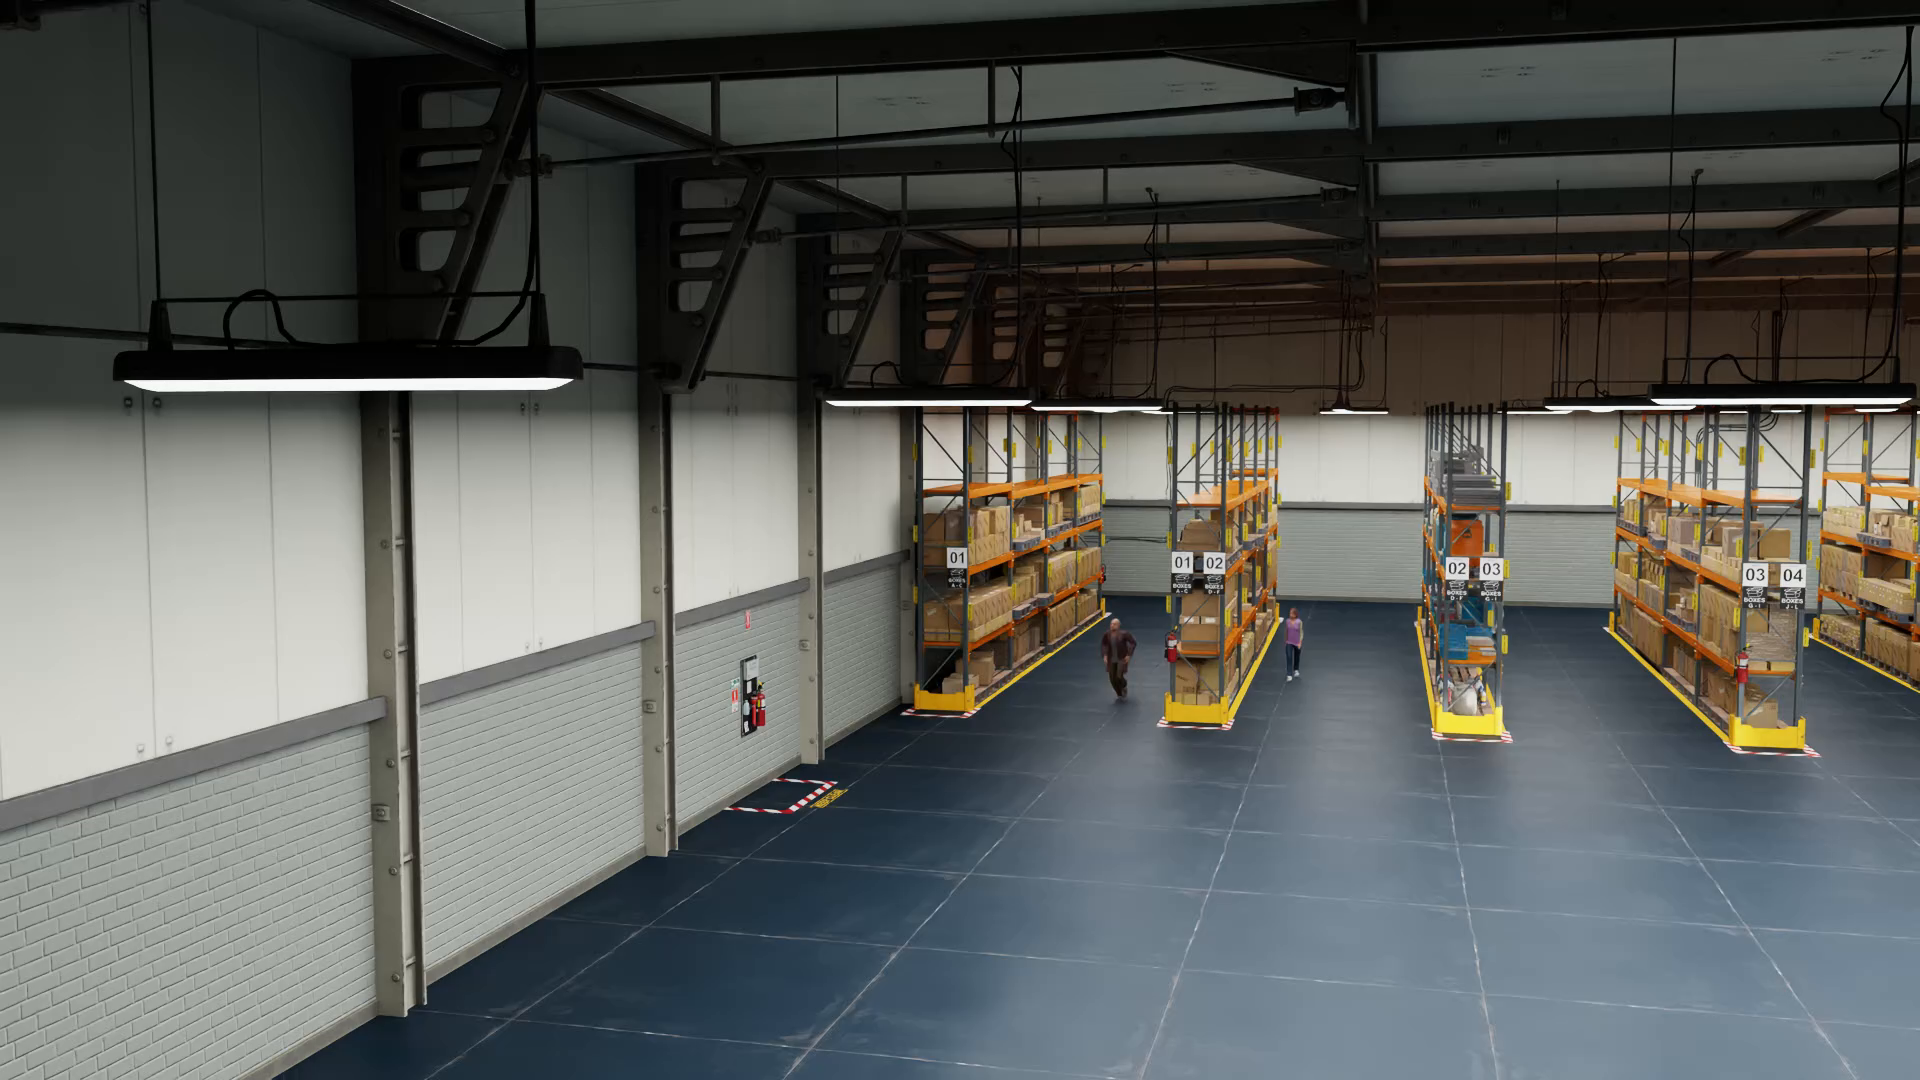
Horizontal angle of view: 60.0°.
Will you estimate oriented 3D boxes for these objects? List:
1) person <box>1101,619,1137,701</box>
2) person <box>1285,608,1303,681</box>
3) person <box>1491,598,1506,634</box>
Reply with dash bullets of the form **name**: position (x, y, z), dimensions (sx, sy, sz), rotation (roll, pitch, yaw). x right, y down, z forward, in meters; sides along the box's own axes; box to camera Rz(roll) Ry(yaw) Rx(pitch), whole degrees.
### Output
- **person**: position (3.202, 2.414, 33.492), dimensions (0.754, 1.691, 0.645), rotation (2, 5, 24)
- **person**: position (7.266, 2.257, 36.181), dimensions (0.397, 1.538, 0.972), rotation (1, 4, 13)
- **person**: position (14.142, 1.648, 43.896), dimensions (0.518, 1.664, 0.482), rotation (1, 4, 15)
